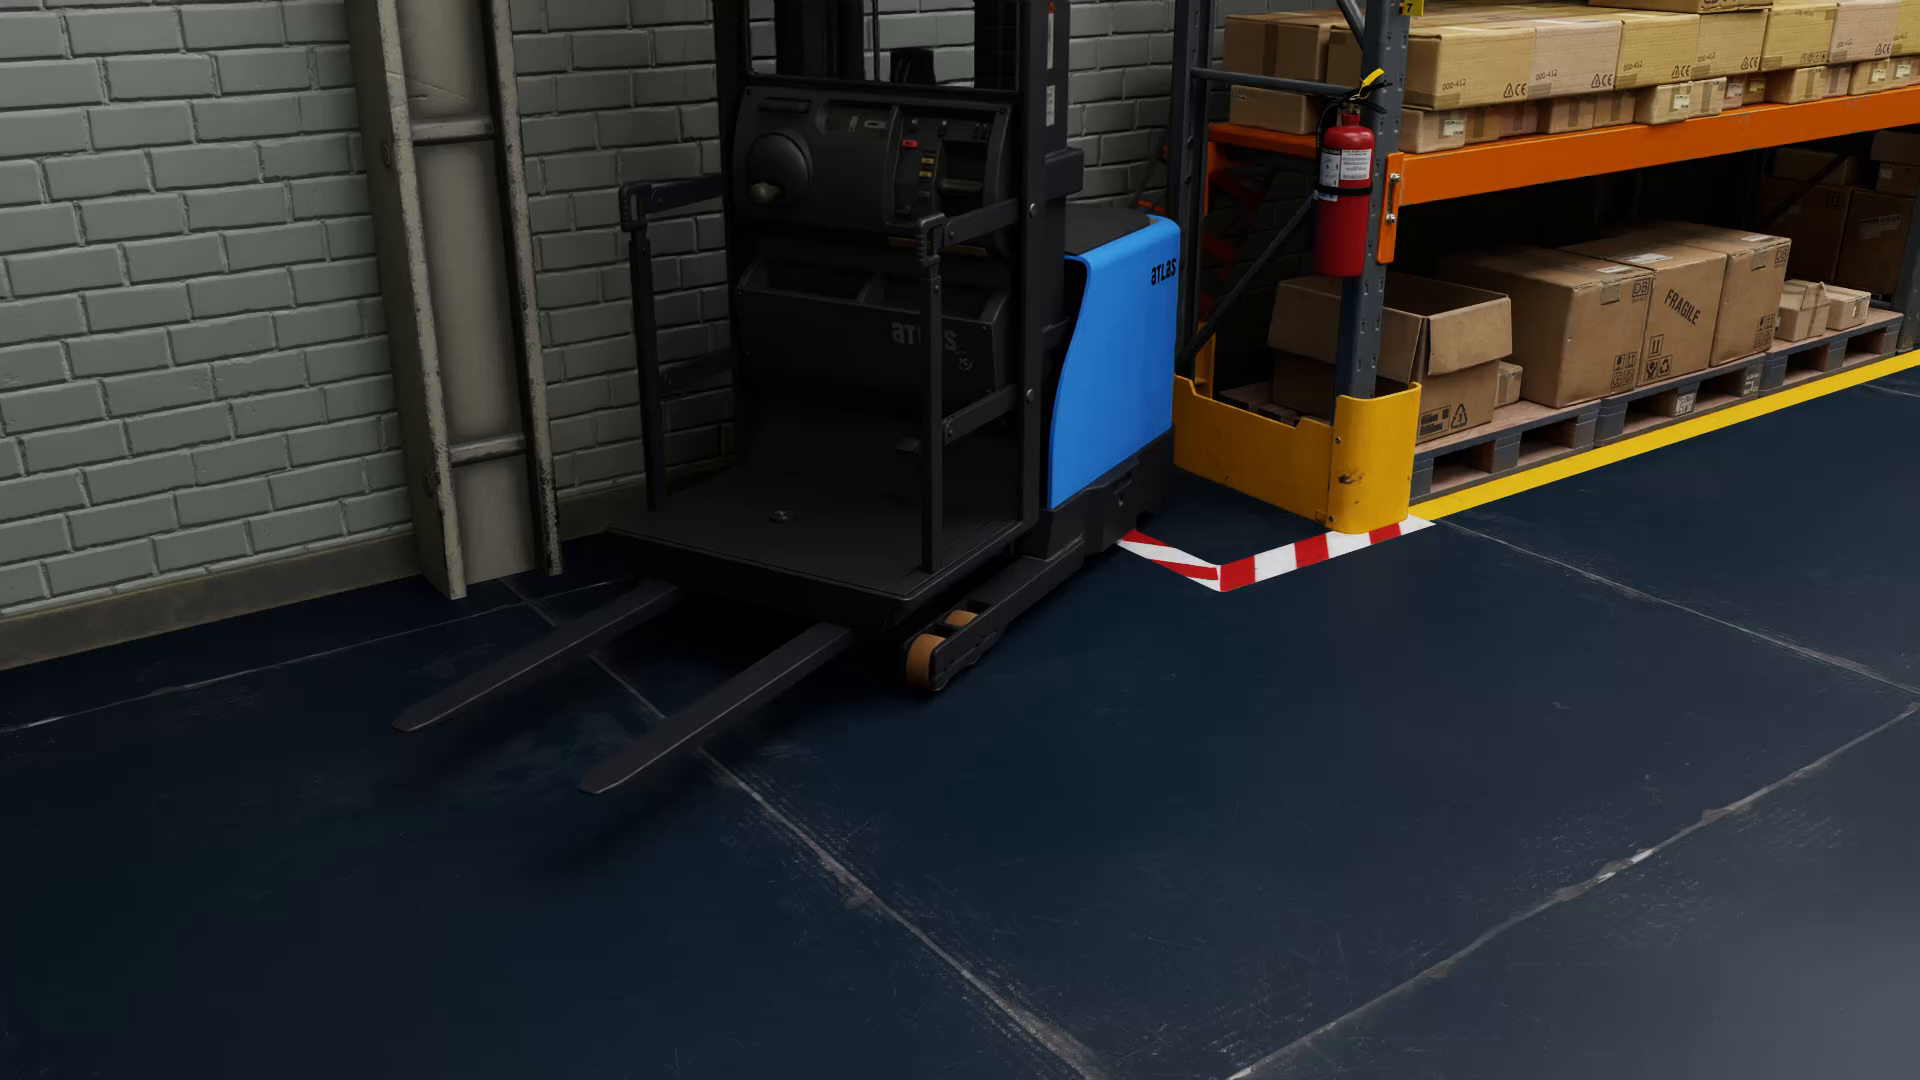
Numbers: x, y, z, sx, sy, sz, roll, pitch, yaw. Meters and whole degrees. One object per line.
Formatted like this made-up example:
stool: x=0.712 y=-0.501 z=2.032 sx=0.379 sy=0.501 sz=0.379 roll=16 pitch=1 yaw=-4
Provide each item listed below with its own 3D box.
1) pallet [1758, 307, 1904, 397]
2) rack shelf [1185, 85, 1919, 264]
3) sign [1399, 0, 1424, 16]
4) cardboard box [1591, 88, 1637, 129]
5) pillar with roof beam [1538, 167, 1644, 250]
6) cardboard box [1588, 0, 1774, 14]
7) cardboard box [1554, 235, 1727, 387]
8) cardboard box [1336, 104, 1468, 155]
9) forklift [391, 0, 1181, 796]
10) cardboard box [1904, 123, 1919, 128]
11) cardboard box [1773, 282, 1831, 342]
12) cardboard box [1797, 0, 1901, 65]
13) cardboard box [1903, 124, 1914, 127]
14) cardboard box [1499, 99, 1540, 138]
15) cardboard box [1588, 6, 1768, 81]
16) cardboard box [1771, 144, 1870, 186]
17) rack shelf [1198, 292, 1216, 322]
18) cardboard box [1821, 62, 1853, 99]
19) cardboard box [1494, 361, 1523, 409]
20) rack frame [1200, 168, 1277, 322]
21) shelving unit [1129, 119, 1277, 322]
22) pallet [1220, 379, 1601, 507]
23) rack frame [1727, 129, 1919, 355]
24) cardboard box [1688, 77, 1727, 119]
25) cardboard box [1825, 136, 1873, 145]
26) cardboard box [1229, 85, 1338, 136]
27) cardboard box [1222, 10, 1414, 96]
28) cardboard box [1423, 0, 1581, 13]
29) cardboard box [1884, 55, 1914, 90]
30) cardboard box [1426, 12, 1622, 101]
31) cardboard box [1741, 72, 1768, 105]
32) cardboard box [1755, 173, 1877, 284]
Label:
pallet: x=3.818 y=-1.021 z=8.171 sx=1.213 sy=0.211 sz=1.003 roll=-15 pitch=26 yaw=-33
rack shelf: x=2.752 y=-1.698 z=7.075 sx=4.000 sy=0.370 sz=1.077 roll=-15 pitch=26 yaw=-33
sign: x=1.446 y=-1.838 z=5.287 sx=0.005 sy=0.325 sz=0.100 roll=-15 pitch=26 yaw=-33
cardboard box: x=2.381 y=-1.703 z=6.455 sx=0.250 sy=0.149 sz=0.380 roll=-14 pitch=26 yaw=-32
pillar with roof beam: x=5.798 y=-4.077 z=3.971 sx=0.400 sy=9.000 sz=9.100 roll=-15 pitch=26 yaw=-33
cardboard box: x=2.872 y=-2.358 z=6.547 sx=0.500 sy=0.500 sz=0.500 roll=-14 pitch=26 yaw=-32
cardboard box: x=2.885 y=-0.995 z=7.148 sx=0.500 sy=0.500 sz=0.500 roll=-14 pitch=26 yaw=-32
cardboard box: x=1.556 y=-1.471 z=5.875 sx=0.250 sy=0.149 sz=0.380 roll=-15 pitch=26 yaw=-33
forklift: x=-0.377 y=-1.117 z=4.740 sx=1.130 sy=2.935 sz=3.031 roll=12 pitch=25 yaw=27
cardboard box: x=5.005 y=-2.007 z=8.407 sx=0.250 sy=0.149 sz=0.380 roll=-16 pitch=27 yaw=-35
cardboard box: x=3.805 y=-1.104 z=7.738 sx=0.258 sy=0.266 sz=0.396 roll=-14 pitch=26 yaw=-31
cardboard box: x=3.707 y=-2.237 z=7.256 sx=0.500 sy=0.250 sz=0.500 roll=-15 pitch=26 yaw=-33
cardboard box: x=5.532 y=-2.260 z=9.443 sx=0.250 sy=0.149 sz=0.380 roll=-14 pitch=26 yaw=-32
cardboard box: x=1.928 y=-1.607 z=6.216 sx=0.250 sy=0.149 sz=0.380 roll=-15 pitch=26 yaw=-34
cardboard box: x=2.876 y=-2.022 z=6.717 sx=0.500 sy=0.250 sz=0.500 roll=-16 pitch=27 yaw=-34
cardboard box: x=4.506 y=-1.967 z=8.708 sx=0.250 sy=0.149 sz=0.380 roll=-16 pitch=27 yaw=-35
rack shelf: x=0.814 y=-1.037 z=6.864 sx=0.258 sy=0.148 sz=0.480 roll=30 pitch=9 yaw=37
cardboard box: x=3.640 y=-2.028 z=7.271 sx=0.250 sy=0.149 sz=0.380 roll=-14 pitch=26 yaw=-31
cardboard box: x=2.048 y=-0.654 z=6.768 sx=0.250 sy=0.149 sz=0.380 roll=-16 pitch=27 yaw=-35
rack frame: x=0.988 y=-1.057 z=7.047 sx=0.240 sy=1.200 sz=0.015 roll=30 pitch=9 yaw=37
shelving unit: x=0.842 y=-1.098 z=6.856 sx=0.258 sy=1.200 sz=0.503 roll=30 pitch=9 yaw=37
pallet: x=1.837 y=-0.493 z=6.848 sx=1.213 sy=0.211 sz=1.003 roll=-15 pitch=26 yaw=-33
rack frame: x=4.376 y=-2.465 z=8.026 sx=0.127 sy=3.000 sz=1.000 roll=-15 pitch=26 yaw=-33
cardboard box: x=2.832 y=-1.798 z=6.694 sx=0.250 sy=0.149 sz=0.380 roll=-14 pitch=26 yaw=-32
cardboard box: x=4.909 y=-2.080 z=8.993 sx=0.250 sy=0.149 sz=0.380 roll=-15 pitch=26 yaw=-32
cardboard box: x=1.241 y=-1.635 z=6.285 sx=0.250 sy=0.149 sz=0.380 roll=-15 pitch=26 yaw=-33
cardboard box: x=1.347 y=-1.847 z=6.279 sx=0.500 sy=0.250 sz=0.500 roll=-14 pitch=26 yaw=-31
cardboard box: x=2.171 y=-2.064 z=6.823 sx=0.500 sy=0.250 sz=0.500 roll=-14 pitch=26 yaw=-31
cardboard box: x=4.066 y=-2.140 z=7.552 sx=0.250 sy=0.149 sz=0.380 roll=-14 pitch=26 yaw=-31
cardboard box: x=2.063 y=-1.794 z=6.146 sx=0.500 sy=0.250 sz=0.500 roll=-15 pitch=26 yaw=-32
cardboard box: x=3.174 y=-1.942 z=7.055 sx=0.250 sy=0.149 sz=0.380 roll=-14 pitch=26 yaw=-32
cardboard box: x=4.601 y=-1.694 z=8.901 sx=0.500 sy=0.500 sz=0.500 roll=-15 pitch=26 yaw=-33
